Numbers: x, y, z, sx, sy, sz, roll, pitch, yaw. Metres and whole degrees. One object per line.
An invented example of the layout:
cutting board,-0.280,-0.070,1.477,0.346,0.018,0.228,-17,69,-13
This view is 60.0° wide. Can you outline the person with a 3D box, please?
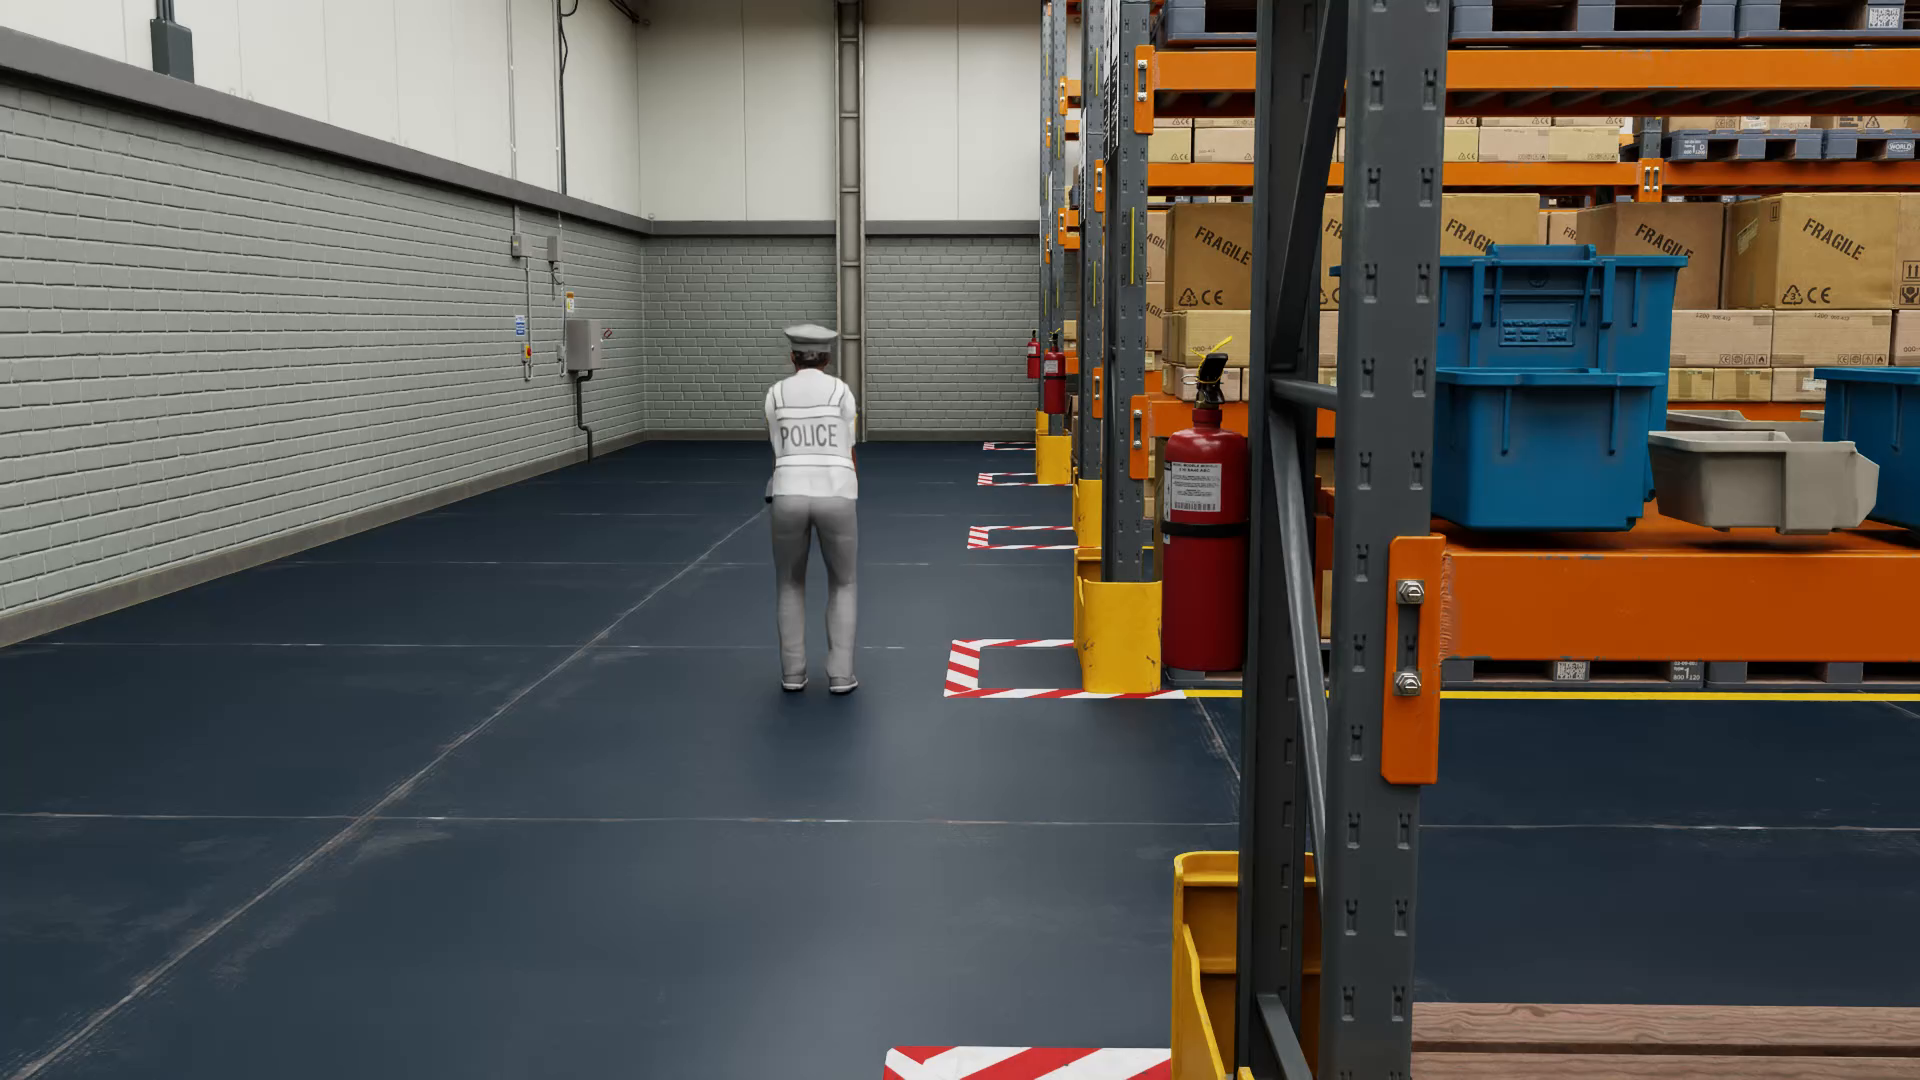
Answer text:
person,-0.661,-0.143,7.497,0.416,1.646,0.554,0,7,0
